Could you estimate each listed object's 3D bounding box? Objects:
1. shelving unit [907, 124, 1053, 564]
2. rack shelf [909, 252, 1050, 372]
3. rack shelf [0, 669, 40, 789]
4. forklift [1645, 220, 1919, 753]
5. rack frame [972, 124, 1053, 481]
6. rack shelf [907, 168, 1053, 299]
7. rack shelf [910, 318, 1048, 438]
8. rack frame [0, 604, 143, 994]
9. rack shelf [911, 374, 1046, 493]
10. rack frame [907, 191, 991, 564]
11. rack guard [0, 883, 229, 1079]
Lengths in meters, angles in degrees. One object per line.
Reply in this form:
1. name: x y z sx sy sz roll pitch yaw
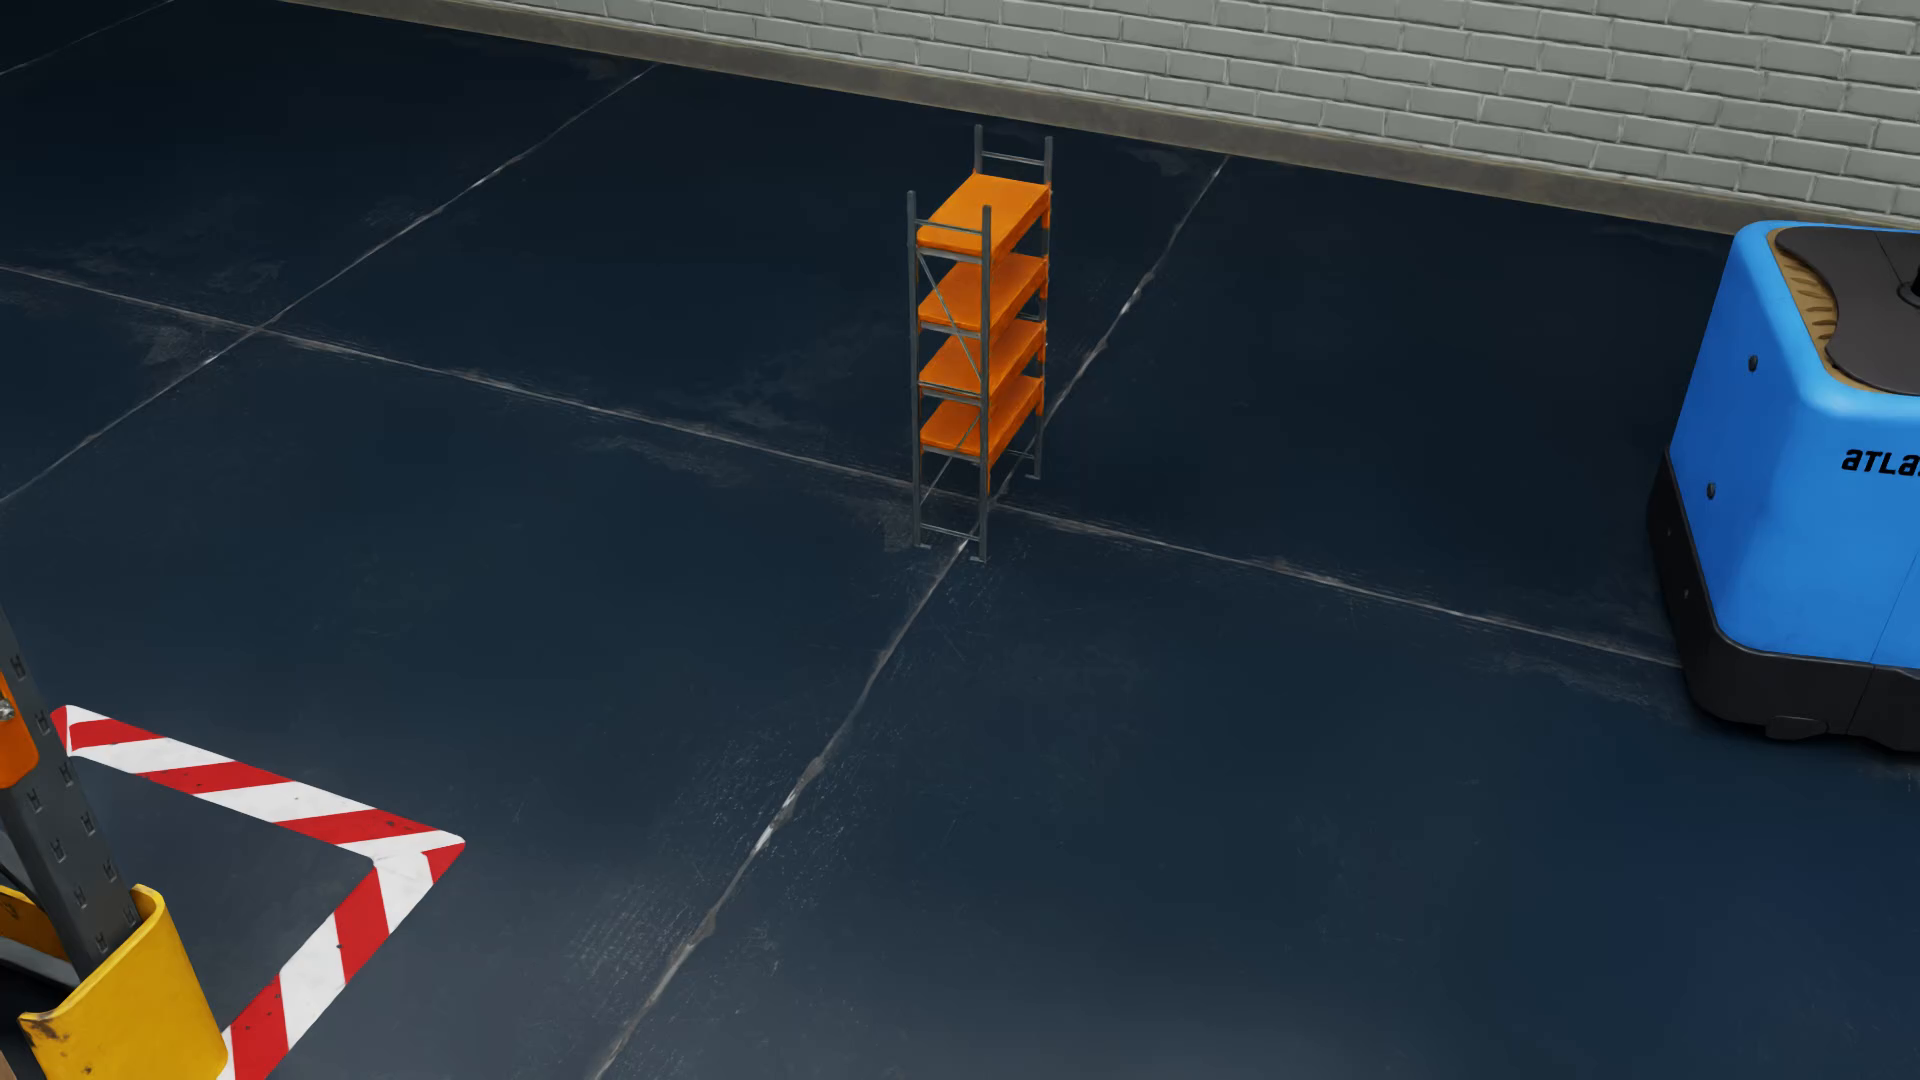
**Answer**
1. shelving unit: 0.063 -0.572 5.013 0.258 1.200 0.503 14 39 18
2. rack shelf: 0.063 -0.698 4.920 0.258 0.148 0.480 14 39 18
3. rack shelf: -2.947 1.255 1.666 1.077 0.370 4.000 14 39 18
4. forklift: 3.571 -0.783 3.849 3.031 2.935 1.130 6 37 8
5. rack frame: 0.156 -0.707 5.194 0.240 1.200 0.015 14 39 18
6. rack shelf: 0.063 -0.887 4.778 0.258 0.148 0.480 14 39 18
7. rack shelf: 0.063 -0.518 5.054 0.258 0.148 0.480 14 39 18
8. rack frame: -2.186 -0.141 2.933 1.000 3.000 0.127 14 39 18
9. rack shelf: 0.063 -0.359 5.173 0.258 0.148 0.480 14 39 18
10. rack frame: -0.030 -0.437 4.833 0.240 1.200 0.015 14 39 18
11. rack guard: -2.215 0.903 3.625 1.175 0.500 0.348 14 39 18
